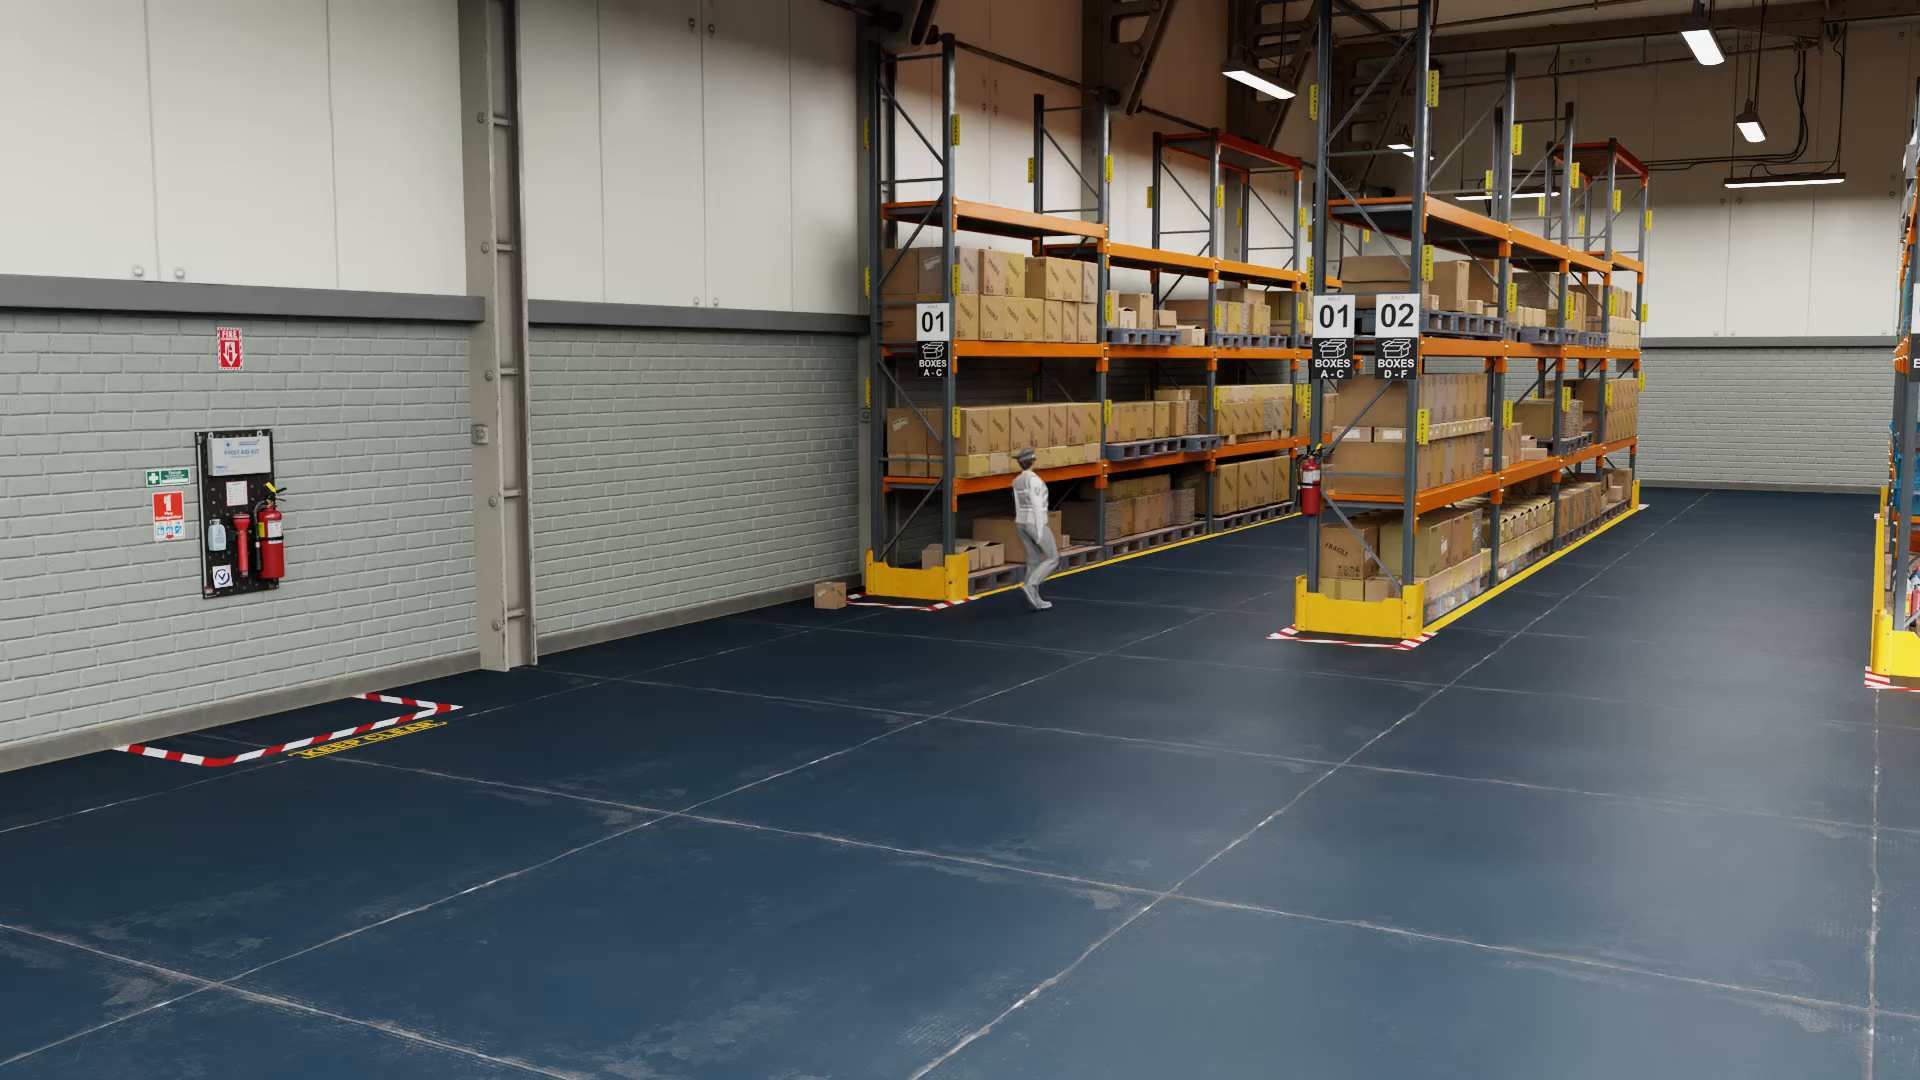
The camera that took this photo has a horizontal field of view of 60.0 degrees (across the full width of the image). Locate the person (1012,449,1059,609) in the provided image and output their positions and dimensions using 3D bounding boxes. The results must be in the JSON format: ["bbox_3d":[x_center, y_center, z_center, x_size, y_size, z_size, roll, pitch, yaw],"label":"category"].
[{"bbox_3d":[0.735,-0.116,17.248,0.453,1.652,0.504,-4,7,-34],"label":"person"}]
